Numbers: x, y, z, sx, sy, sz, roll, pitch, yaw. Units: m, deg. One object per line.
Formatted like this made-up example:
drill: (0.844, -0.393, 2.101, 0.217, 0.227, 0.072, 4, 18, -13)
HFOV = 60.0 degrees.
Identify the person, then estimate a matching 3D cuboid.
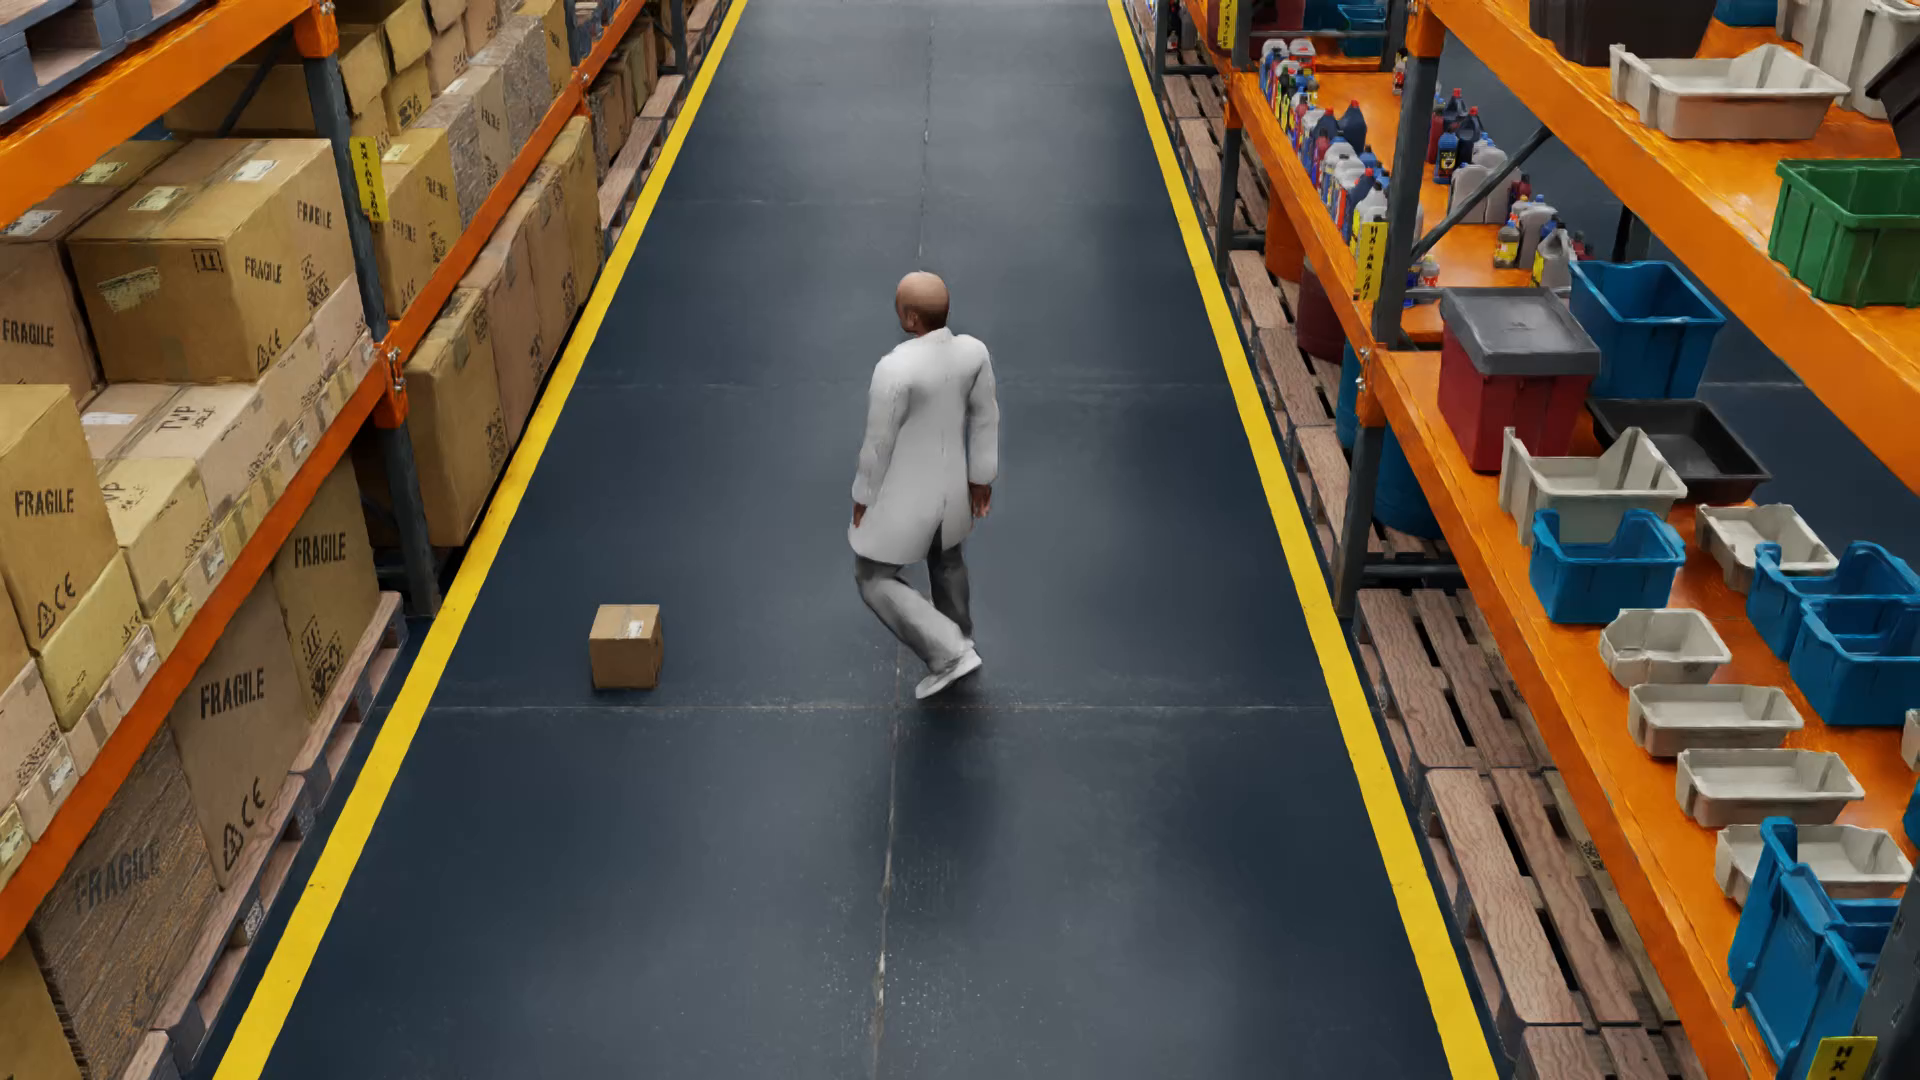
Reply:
person: (-0.089, -0.194, 6.439, 0.704, 1.769, 0.695, 26, 40, 36)
